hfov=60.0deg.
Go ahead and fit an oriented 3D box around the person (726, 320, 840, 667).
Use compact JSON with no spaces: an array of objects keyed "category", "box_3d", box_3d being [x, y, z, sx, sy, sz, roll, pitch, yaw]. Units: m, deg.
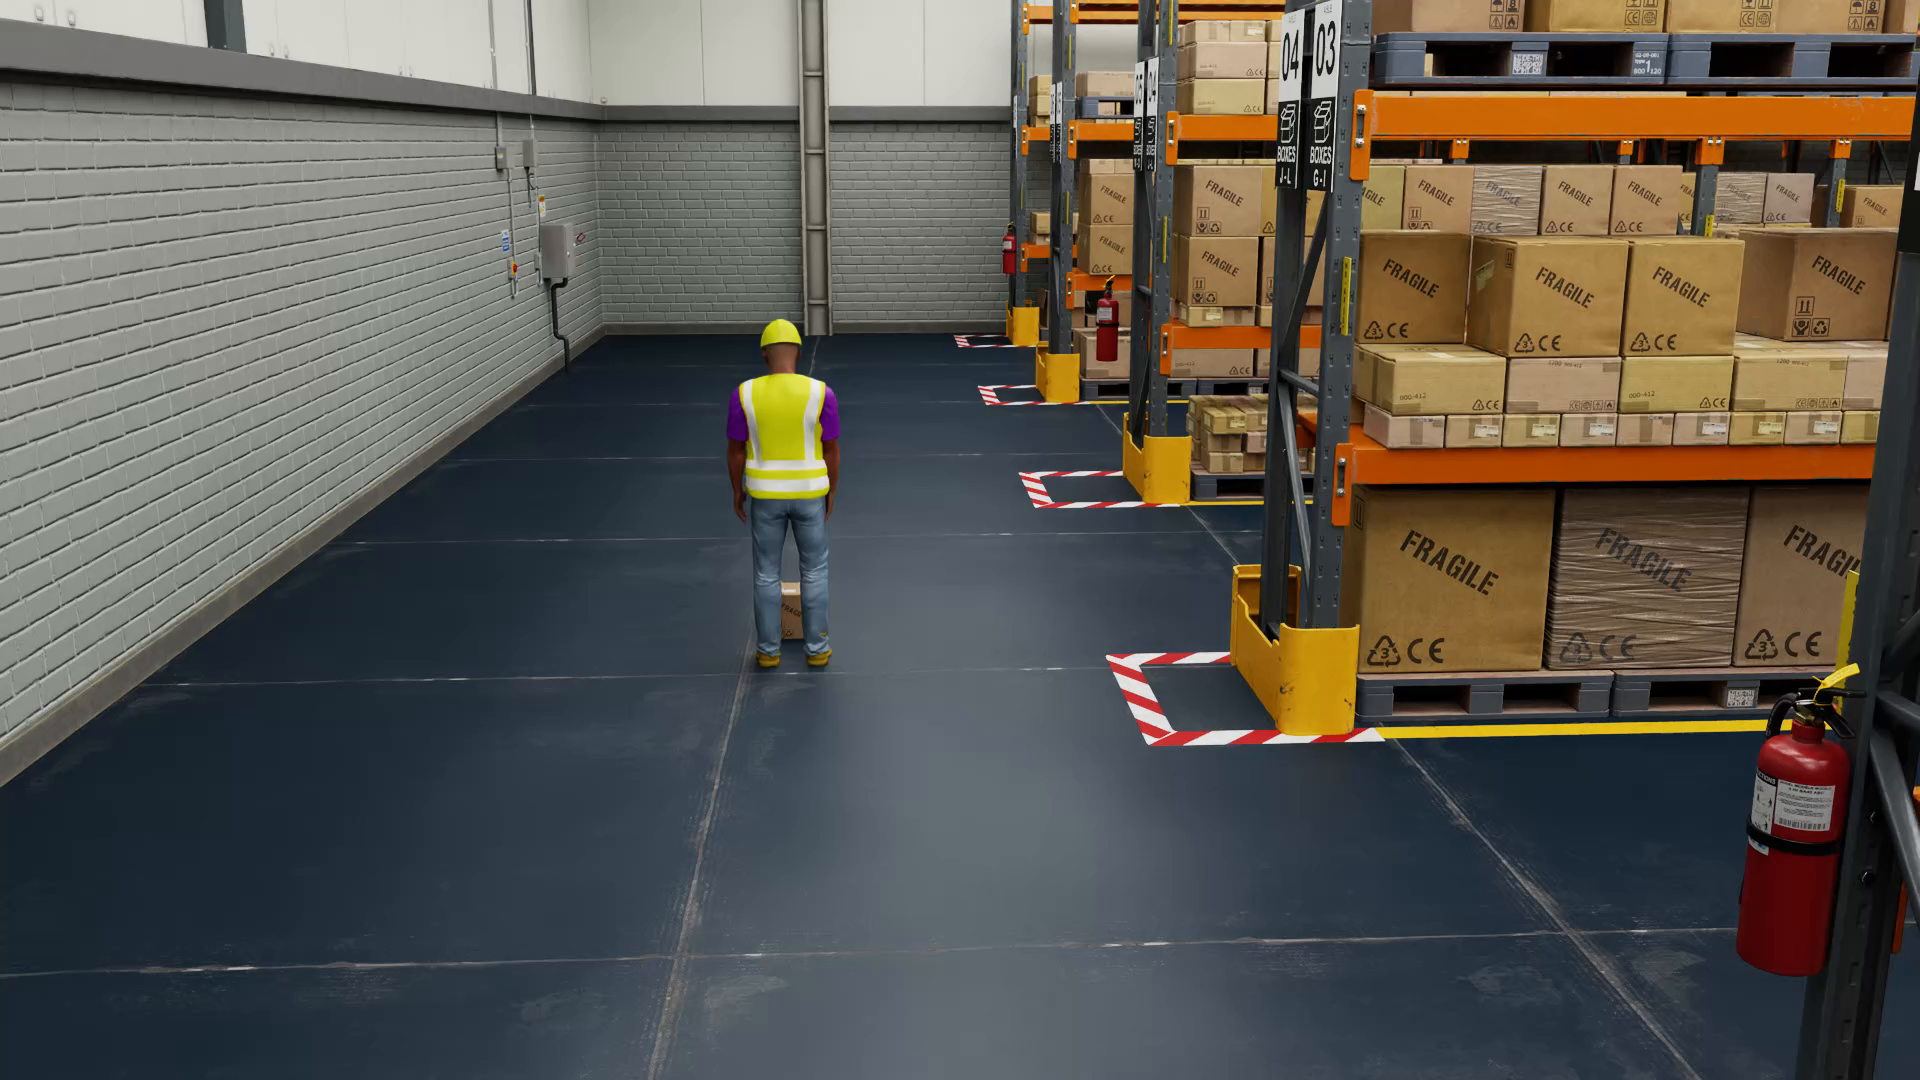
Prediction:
[{"category":"person","box_3d":[-0.886,-0.232,8.423,0.569,1.759,0.368,-1,13,-2]}]
